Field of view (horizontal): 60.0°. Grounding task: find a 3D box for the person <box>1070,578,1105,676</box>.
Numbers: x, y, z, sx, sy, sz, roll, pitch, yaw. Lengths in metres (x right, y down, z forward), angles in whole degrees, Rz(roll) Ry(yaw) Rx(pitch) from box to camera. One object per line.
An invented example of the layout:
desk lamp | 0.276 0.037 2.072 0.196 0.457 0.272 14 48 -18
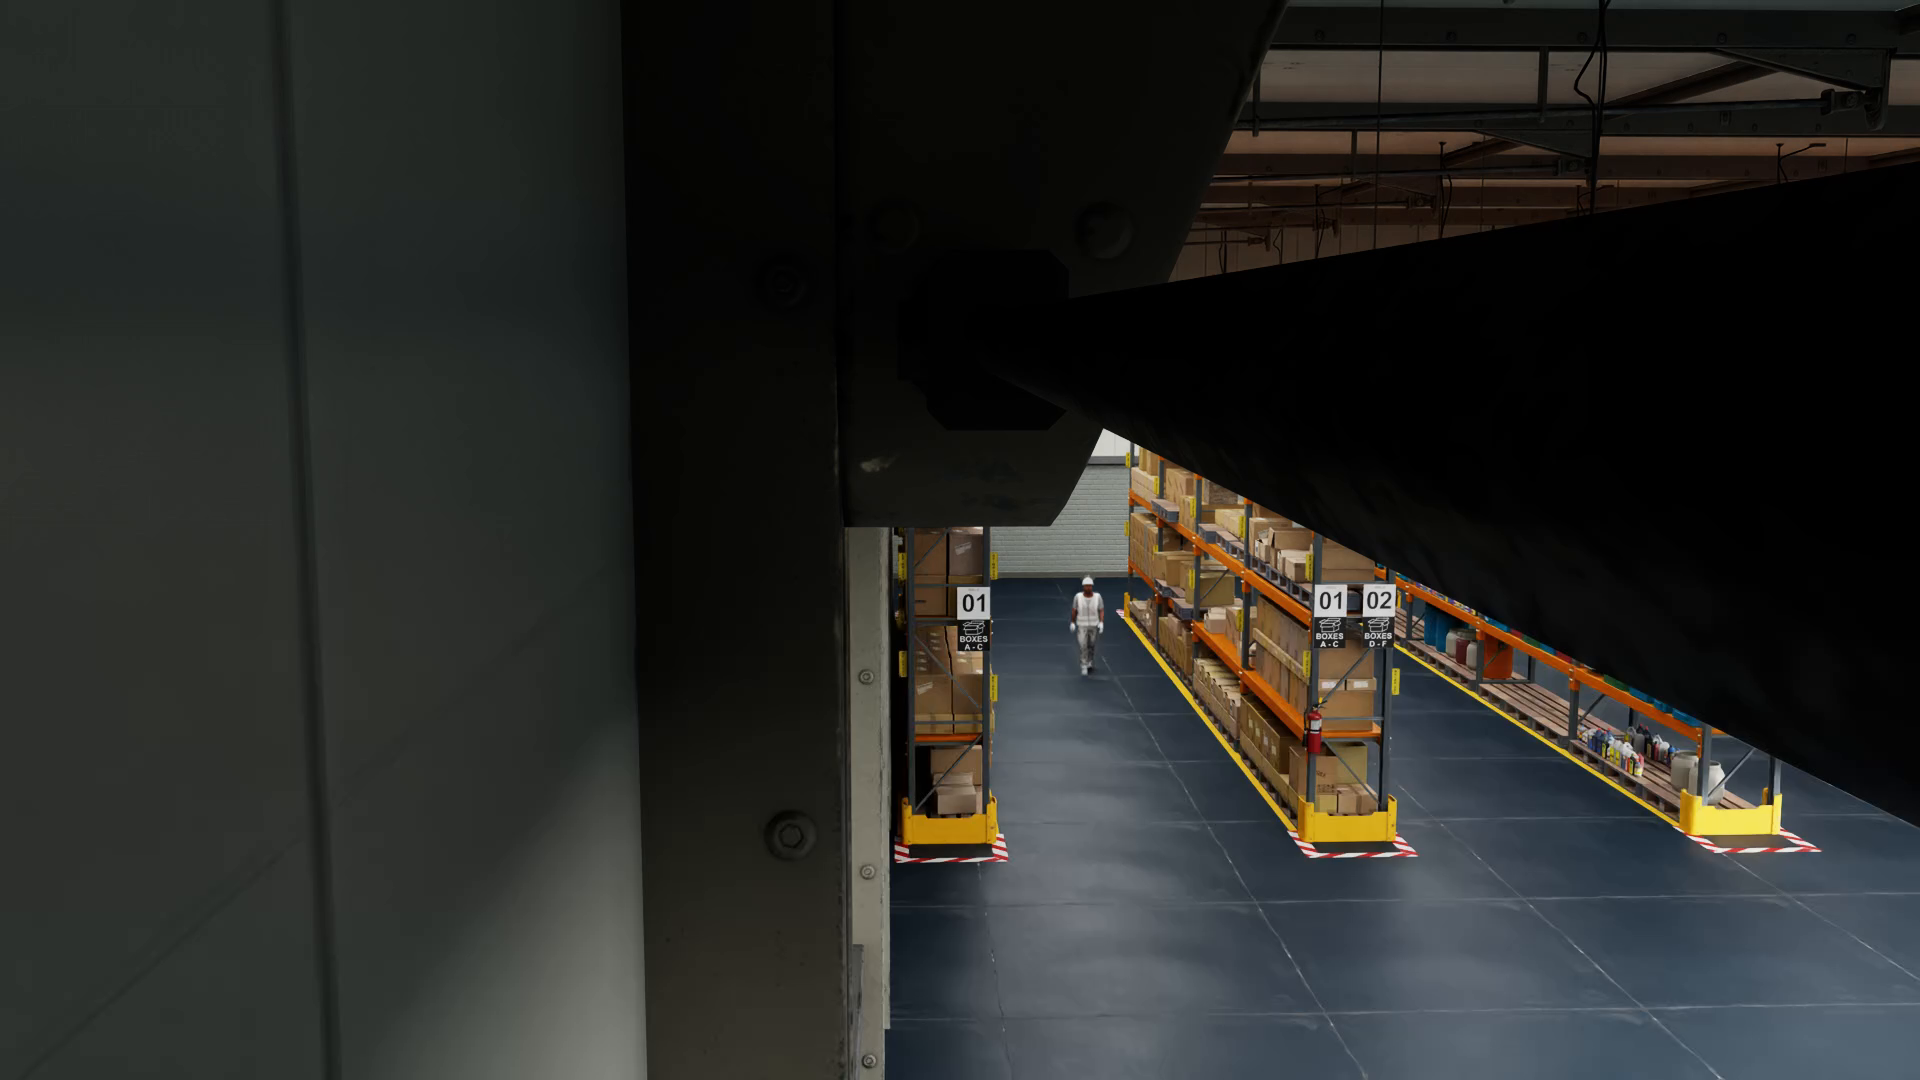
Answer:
person | 2.357 1.554 30.396 0.586 1.714 1.054 -1 7 -7
